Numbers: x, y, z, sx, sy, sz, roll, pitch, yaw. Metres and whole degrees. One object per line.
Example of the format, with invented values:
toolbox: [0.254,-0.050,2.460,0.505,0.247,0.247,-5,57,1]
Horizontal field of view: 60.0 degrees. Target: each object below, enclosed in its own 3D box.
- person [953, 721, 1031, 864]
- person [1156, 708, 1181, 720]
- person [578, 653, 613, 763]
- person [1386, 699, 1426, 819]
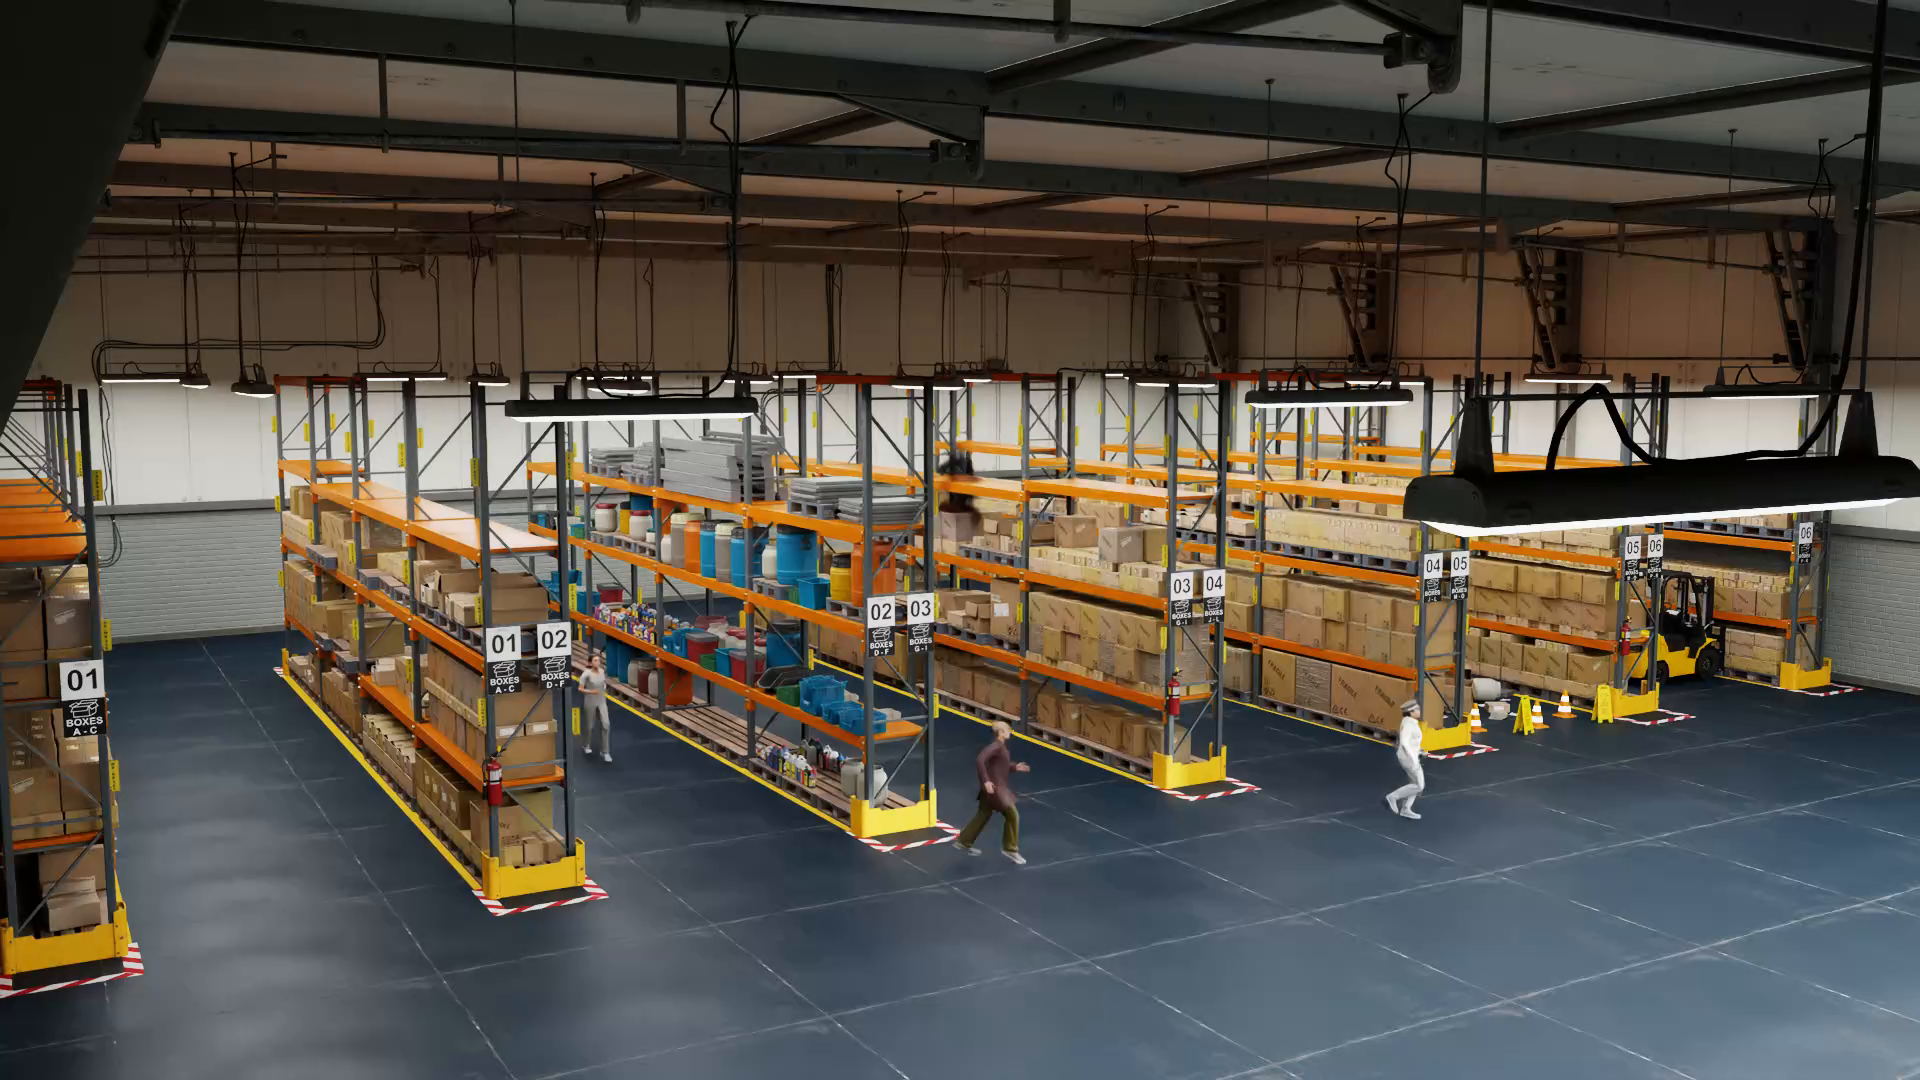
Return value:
person: [0.402,3.175,20.923,0.987,1.827,0.625,-1,6,-6]
person: [3.650,2.312,29.379,0.515,1.634,0.760,-6,9,-44]
person: [-5.792,2.631,26.284,0.552,1.713,0.807,-5,8,-36]
person: [6.160,3.008,22.935,0.548,1.669,0.636,1,6,9]
